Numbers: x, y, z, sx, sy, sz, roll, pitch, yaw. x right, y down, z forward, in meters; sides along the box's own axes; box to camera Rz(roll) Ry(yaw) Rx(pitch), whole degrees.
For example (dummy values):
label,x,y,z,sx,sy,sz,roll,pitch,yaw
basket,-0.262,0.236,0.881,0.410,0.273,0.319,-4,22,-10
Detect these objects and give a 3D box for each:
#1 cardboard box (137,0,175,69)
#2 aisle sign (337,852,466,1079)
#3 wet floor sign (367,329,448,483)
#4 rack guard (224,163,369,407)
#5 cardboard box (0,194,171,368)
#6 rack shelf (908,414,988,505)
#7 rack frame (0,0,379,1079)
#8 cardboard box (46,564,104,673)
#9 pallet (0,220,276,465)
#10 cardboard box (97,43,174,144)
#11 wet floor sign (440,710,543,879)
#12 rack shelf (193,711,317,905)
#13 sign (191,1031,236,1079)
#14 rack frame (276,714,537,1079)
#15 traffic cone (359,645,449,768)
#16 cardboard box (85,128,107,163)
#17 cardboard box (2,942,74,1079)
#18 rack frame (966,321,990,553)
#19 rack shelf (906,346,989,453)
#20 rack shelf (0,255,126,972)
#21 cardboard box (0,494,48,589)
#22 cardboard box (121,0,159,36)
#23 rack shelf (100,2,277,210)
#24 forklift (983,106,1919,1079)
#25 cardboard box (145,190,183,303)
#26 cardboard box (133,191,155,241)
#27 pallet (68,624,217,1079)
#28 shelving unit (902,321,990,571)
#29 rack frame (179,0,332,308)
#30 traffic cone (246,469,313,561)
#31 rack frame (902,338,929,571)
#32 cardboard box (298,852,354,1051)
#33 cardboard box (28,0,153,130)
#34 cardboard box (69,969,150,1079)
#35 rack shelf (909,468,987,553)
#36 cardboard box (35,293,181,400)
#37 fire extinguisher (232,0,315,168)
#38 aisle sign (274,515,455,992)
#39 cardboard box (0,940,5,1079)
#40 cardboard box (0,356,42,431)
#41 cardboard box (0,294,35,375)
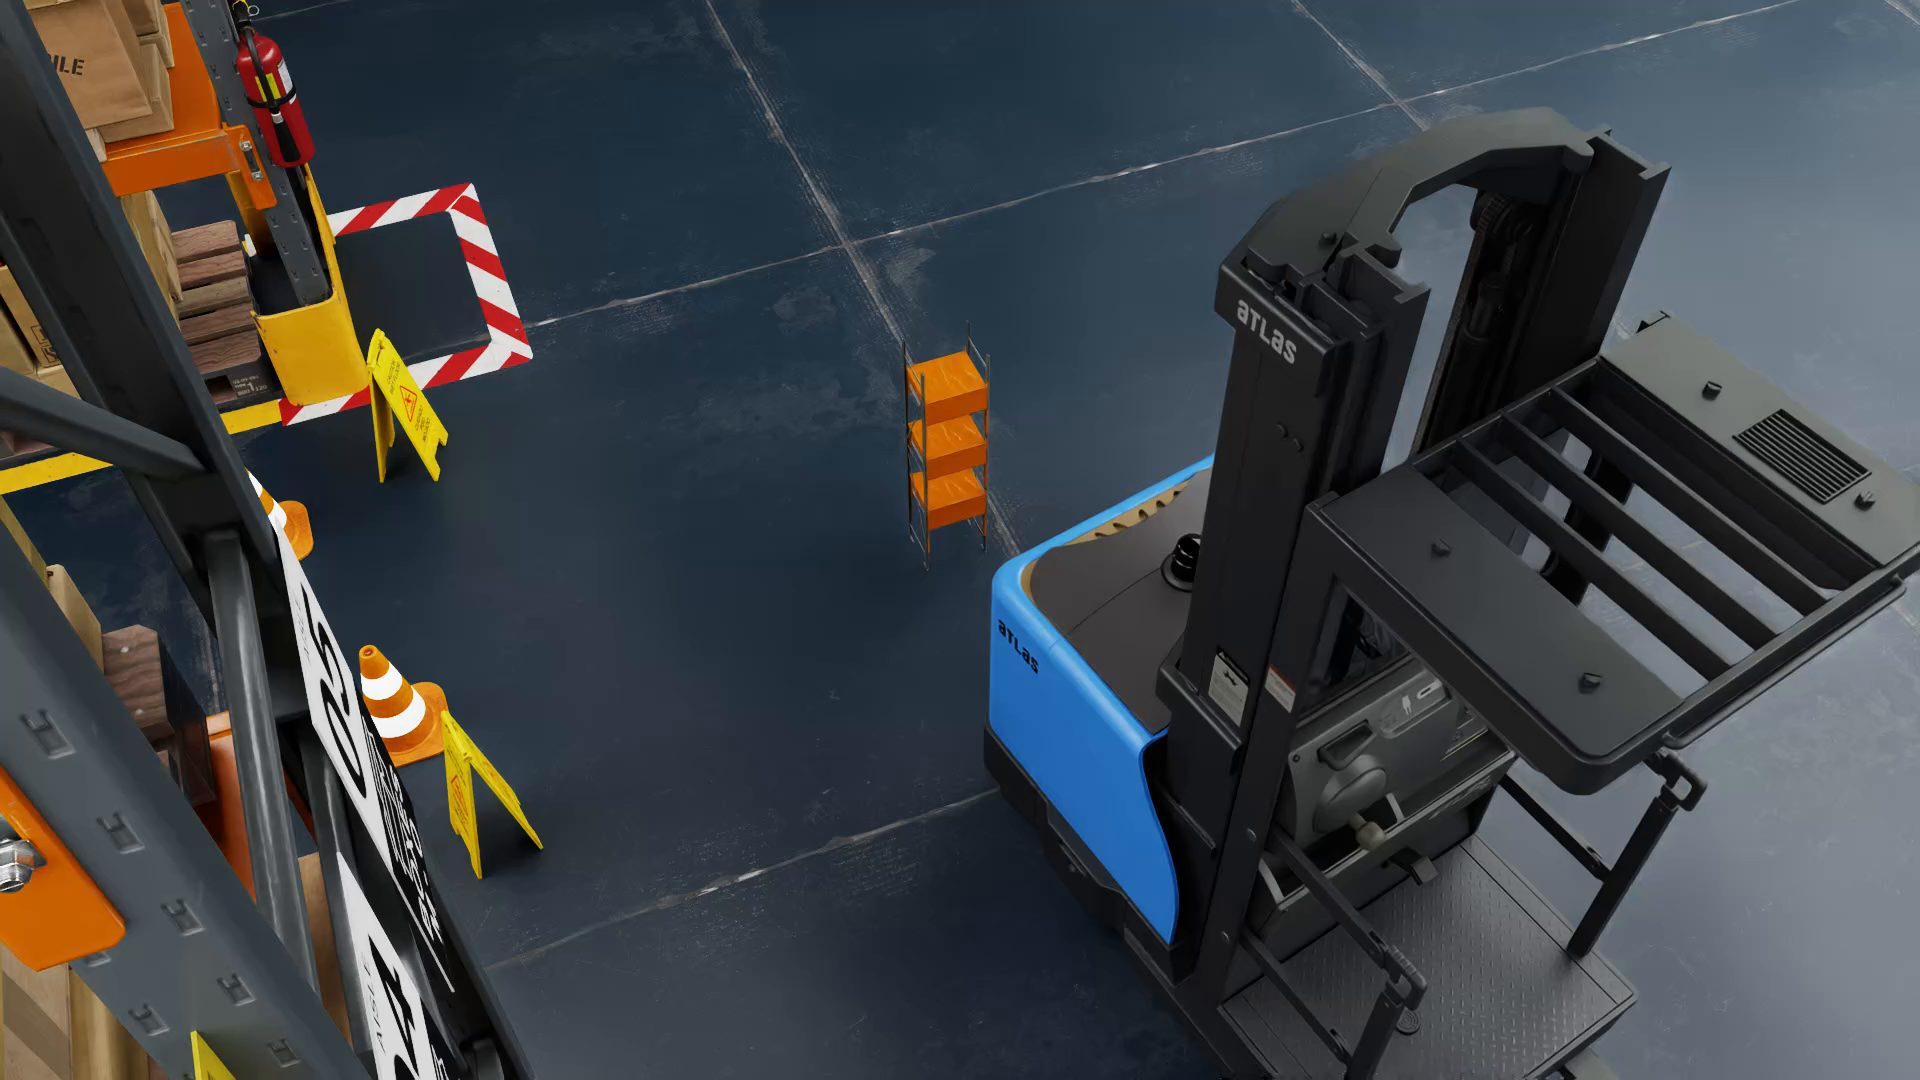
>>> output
label,x,y,z,sx,sy,sz,roll,pitch,yaw
cardboard box,-3.229,-1.977,6.477,0.250,0.149,0.380,-17,51,-14
aisle sign,-0.692,0.780,2.230,0.004,0.787,0.394,-17,52,-14
wet floor sign,-2.256,-0.547,6.635,0.232,0.644,0.267,-2,49,-1
rack guard,-2.907,-1.175,7.270,0.348,0.500,1.175,-17,52,-14
cardboard box,-3.480,-1.083,6.585,0.500,0.500,0.500,-17,51,-14
rack shelf,-0.050,-0.320,6.187,0.240,0.259,0.215,-17,52,-14
rack frame,-0.871,-0.518,1.104,0.127,3.000,1.000,-17,52,-14
cardboard box,-1.310,0.245,2.249,0.250,0.149,0.380,-17,51,-14
pallet,-3.672,-0.872,7.201,1.213,0.211,1.003,-17,52,-14
cardboard box,-3.102,-1.672,6.215,0.250,0.149,0.380,-16,51,-13
wet floor sign,-1.593,0.805,5.474,0.232,0.644,0.267,-26,54,-20
rack shelf,-2.723,1.267,2.022,4.000,0.370,1.077,-17,52,-14
sign,-0.679,0.582,1.605,0.005,0.325,0.100,-17,52,-14
rack frame,-0.871,1.437,3.380,0.127,3.000,1.000,-17,52,-14
traffic cone,-2.012,0.527,5.833,0.334,0.463,0.336,-17,52,-14
cardboard box,-3.294,-1.521,6.085,0.250,0.149,0.380,-18,52,-15
cardboard box,-1.219,0.579,1.700,0.500,0.250,0.500,-17,51,-14
rack frame,0.063,-0.362,6.209,0.008,1.050,0.200,-17,52,-14
rack shelf,-0.050,-0.505,5.972,0.240,0.259,0.215,-17,52,-14
rack shelf,-2.723,0.420,1.036,4.000,0.370,1.077,-17,52,-14
cardboard box,-1.415,0.200,2.025,0.500,0.250,0.500,-17,52,-14
cardboard box,-3.380,-2.199,6.240,0.500,0.500,0.500,-18,52,-15
rack shelf,-4.688,-1.203,6.121,4.000,0.370,1.077,-17,52,-14
forklift,1.320,0.563,4.175,1.130,2.935,3.031,-27,55,-21
cardboard box,-3.688,-1.215,7.192,0.500,0.250,0.500,-18,52,-15
cardboard box,-3.710,-1.452,6.902,0.500,0.500,0.500,-19,52,-15
pallet,-1.554,0.708,2.086,1.213,0.211,1.003,-17,52,-14
shelving unit,-0.050,-0.327,6.179,0.252,1.050,0.215,-17,52,-14
rack frame,-2.836,-2.011,6.340,0.127,3.000,1.000,-17,52,-14
traffic cone,-2.747,-0.155,6.419,0.334,0.463,0.336,-17,52,-14
rack frame,-0.162,-0.292,6.149,0.008,1.050,0.200,-17,52,-14
cardboard box,-1.229,1.115,2.845,0.550,0.550,0.875,-17,52,-14
cardboard box,-3.235,-1.791,5.890,0.500,0.500,0.500,-18,52,-15
cardboard box,-1.051,0.705,1.854,0.250,0.149,0.380,-17,52,-14
rack shelf,-0.050,-0.139,6.398,0.240,0.259,0.215,-17,52,-14
cardboard box,-3.505,-0.824,6.857,0.500,0.250,0.500,-17,52,-14
fire extinguisher,-2.556,-1.695,6.120,0.183,0.674,0.296,-17,52,-14
aisle sign,-0.919,0.359,2.592,0.004,0.787,0.394,-17,52,-14
cardboard box,-1.055,0.447,1.550,0.250,0.149,0.380,-17,51,-14
cardboard box,-3.966,-0.688,6.740,0.500,0.250,0.500,-17,51,-14
cardboard box,-3.961,-0.931,6.455,0.500,0.500,0.500,-15,51,-13
